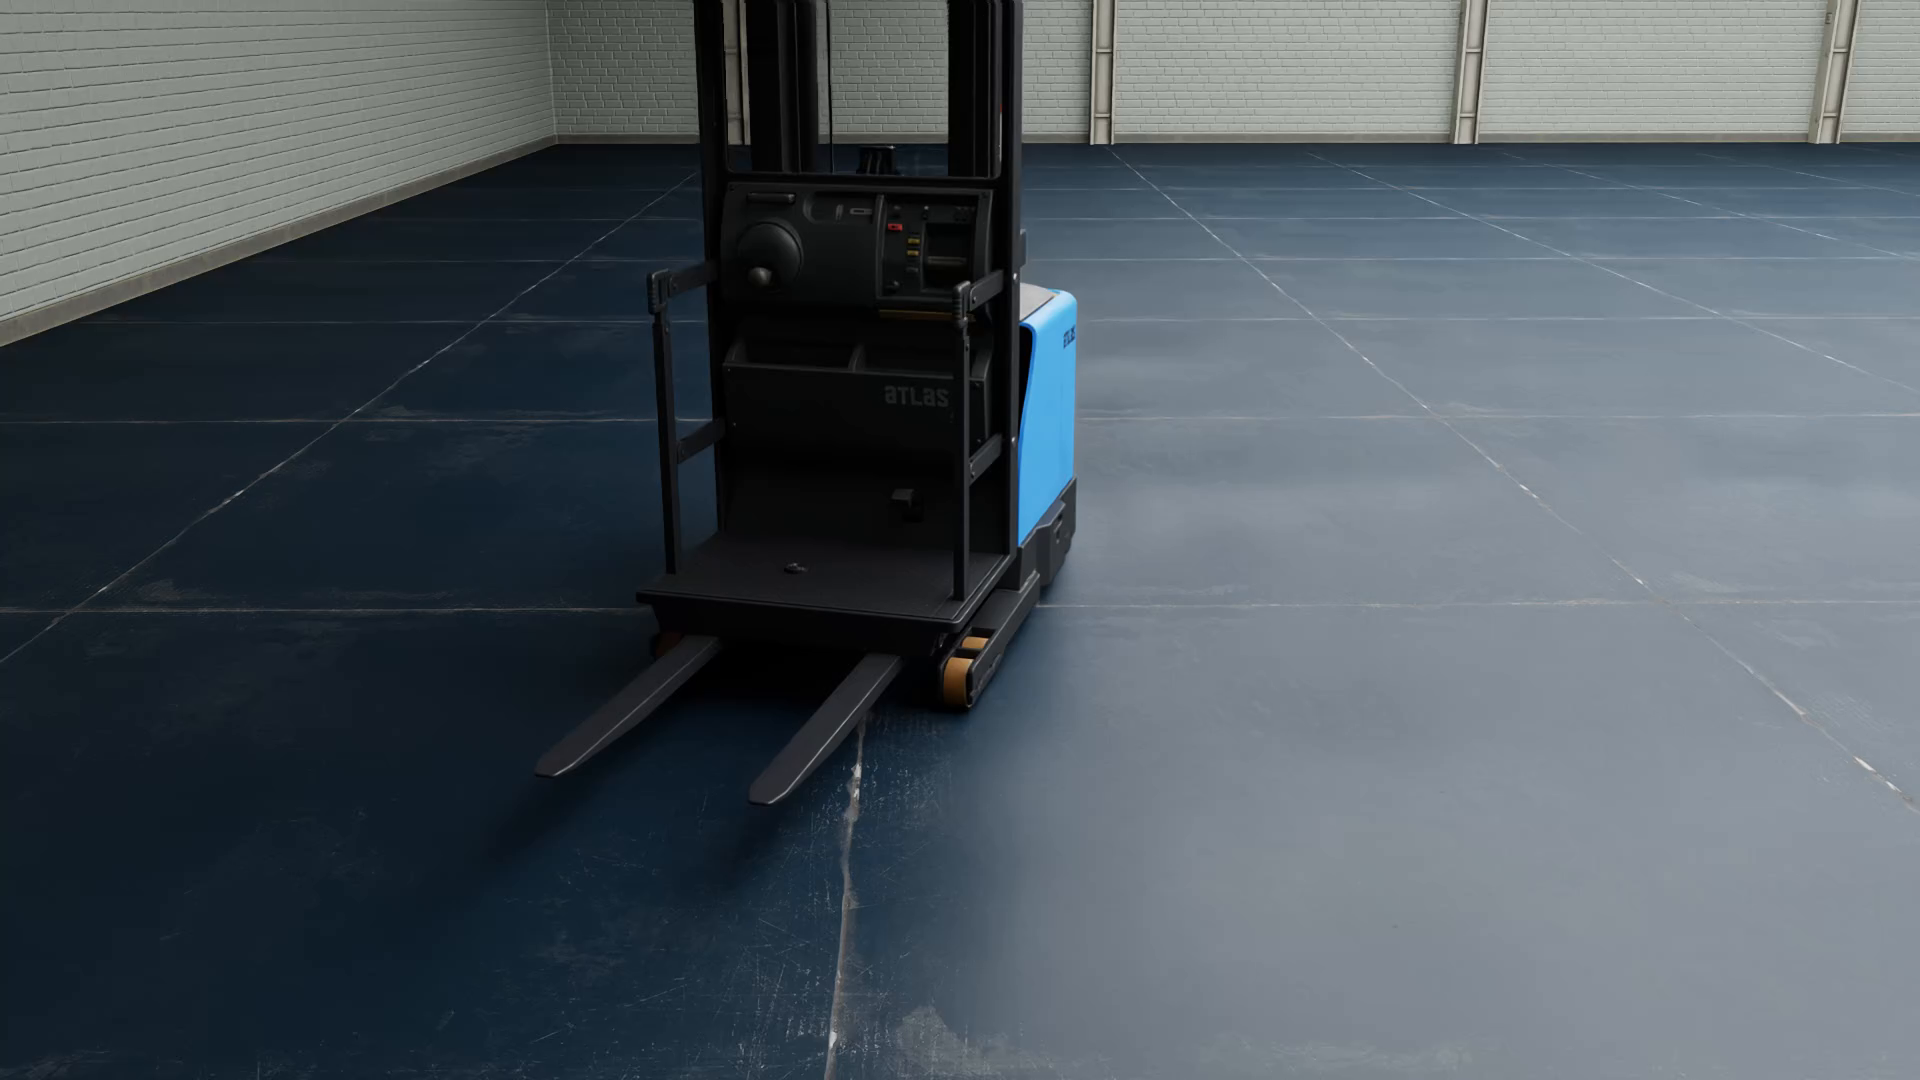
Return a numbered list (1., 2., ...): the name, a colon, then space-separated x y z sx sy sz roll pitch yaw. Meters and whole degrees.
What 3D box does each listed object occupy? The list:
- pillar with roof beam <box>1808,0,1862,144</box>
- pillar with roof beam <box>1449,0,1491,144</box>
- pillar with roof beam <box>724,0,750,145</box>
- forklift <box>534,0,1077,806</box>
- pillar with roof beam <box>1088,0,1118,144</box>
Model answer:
1. pillar with roof beam: 14.395 -9.565 22.133 0.400 9.000 9.100 0 18 -1
2. pillar with roof beam: 8.396 -9.536 22.043 0.400 9.000 9.100 0 18 -1
3. pillar with roof beam: -3.603 -9.478 21.863 0.400 9.000 9.100 0 18 -1
4. forklift: -0.404 -0.984 5.318 1.130 2.935 3.031 5 18 15
5. pillar with roof beam: 2.396 -9.507 21.953 0.400 9.000 9.100 0 18 -1
